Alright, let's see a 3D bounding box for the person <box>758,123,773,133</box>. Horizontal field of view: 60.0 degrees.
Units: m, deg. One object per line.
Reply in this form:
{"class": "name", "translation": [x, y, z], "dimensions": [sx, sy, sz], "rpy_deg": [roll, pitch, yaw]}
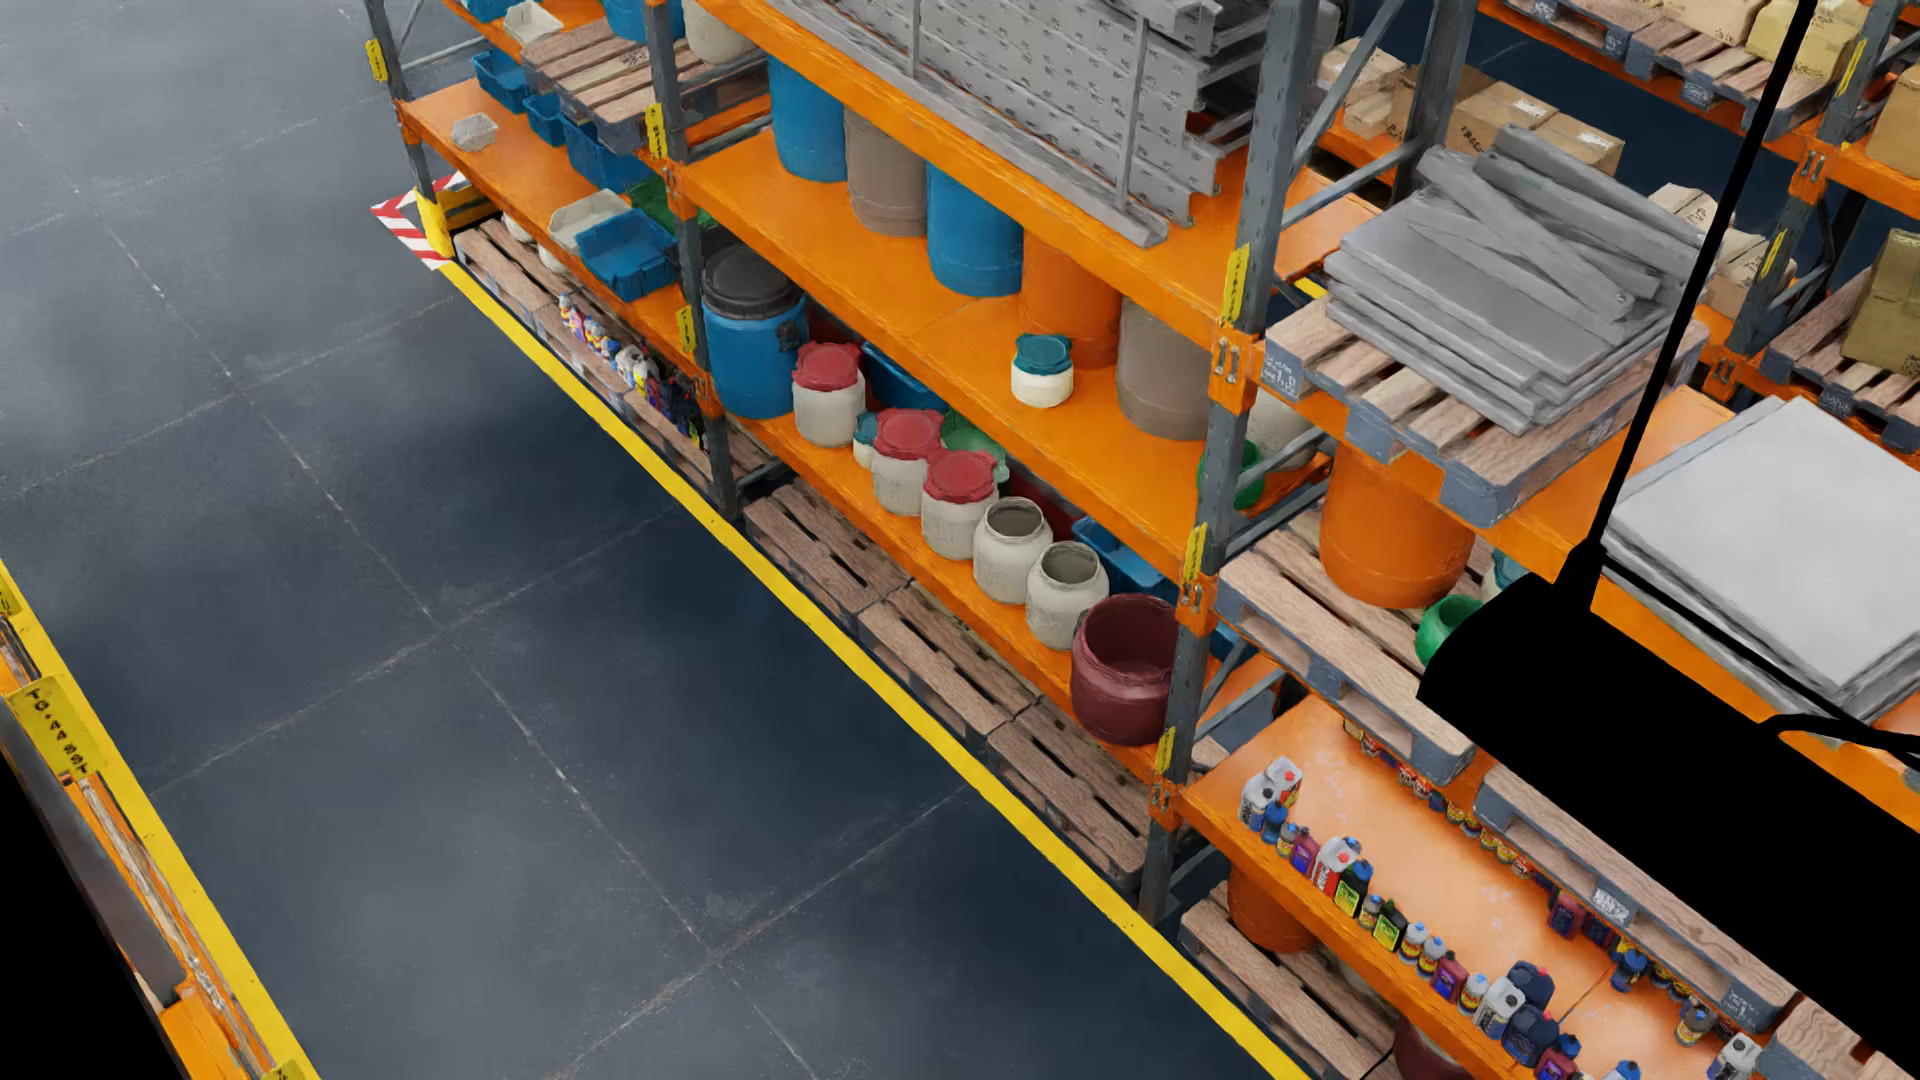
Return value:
{"class": "person", "translation": [-1.639, -3.902, 13.563], "dimensions": [0.466, 1.620, 0.924], "rpy_deg": [-18, 49, -17]}
